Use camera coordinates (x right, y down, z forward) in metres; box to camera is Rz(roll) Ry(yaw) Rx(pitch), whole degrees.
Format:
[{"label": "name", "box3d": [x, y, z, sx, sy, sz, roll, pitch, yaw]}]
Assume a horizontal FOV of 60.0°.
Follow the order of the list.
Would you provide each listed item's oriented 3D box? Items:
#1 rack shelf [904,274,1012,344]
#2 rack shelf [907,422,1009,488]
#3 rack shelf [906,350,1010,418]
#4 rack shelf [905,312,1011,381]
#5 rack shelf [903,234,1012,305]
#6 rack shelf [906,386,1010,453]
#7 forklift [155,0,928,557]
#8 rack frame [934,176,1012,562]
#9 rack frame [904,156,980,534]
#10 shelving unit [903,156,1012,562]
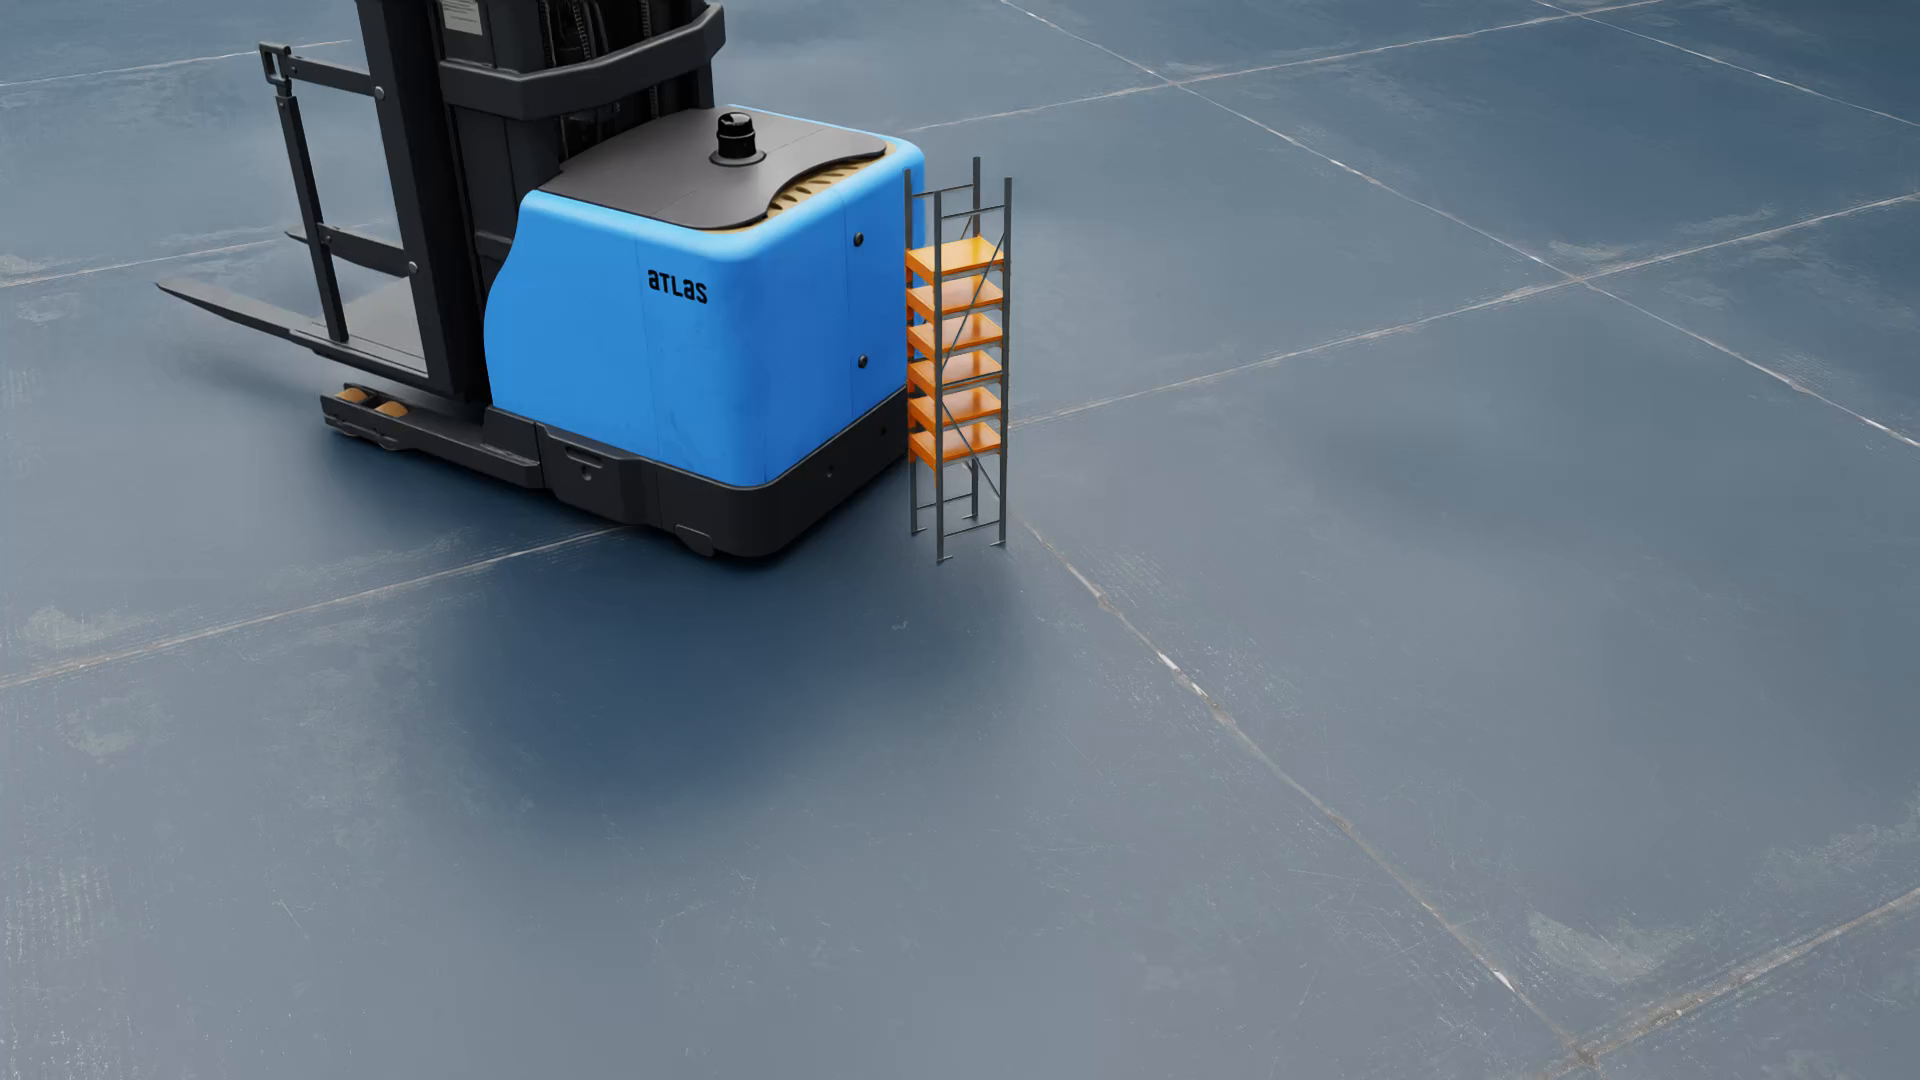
[{"label": "rack shelf", "box3d": [-0.007, -0.677, 4.832, 0.258, 0.103, 0.180, -16, 36, -23]}, {"label": "rack shelf", "box3d": [-0.007, -0.273, 5.091, 0.258, 0.103, 0.180, -16, 36, -23]}, {"label": "rack shelf", "box3d": [-0.007, -0.475, 4.961, 0.258, 0.103, 0.180, -16, 36, -23]}, {"label": "rack shelf", "box3d": [-0.007, -0.576, 4.896, 0.258, 0.103, 0.180, -16, 36, -23]}, {"label": "rack shelf", "box3d": [-0.007, -0.778, 4.767, 0.258, 0.103, 0.180, -16, 36, -23]}, {"label": "rack shelf", "box3d": [-0.007, -0.374, 5.026, 0.258, 0.103, 0.180, -16, 36, -23]}, {"label": "forklift", "box3d": [-1.622, -1.765, 5.288, 3.031, 2.935, 1.130, 18, 37, 26]}, {"label": "rack frame", "box3d": [0.036, -0.468, 4.869, 0.240, 1.200, 0.006, -16, 36, -23]}, {"label": "rack frame", "box3d": [-0.049, -0.556, 5.005, 0.240, 1.200, 0.006, -16, 36, -23]}, {"label": "shelving unit", "box3d": [-0.007, -0.512, 4.937, 0.258, 1.200, 0.189, -16, 36, -23]}]
